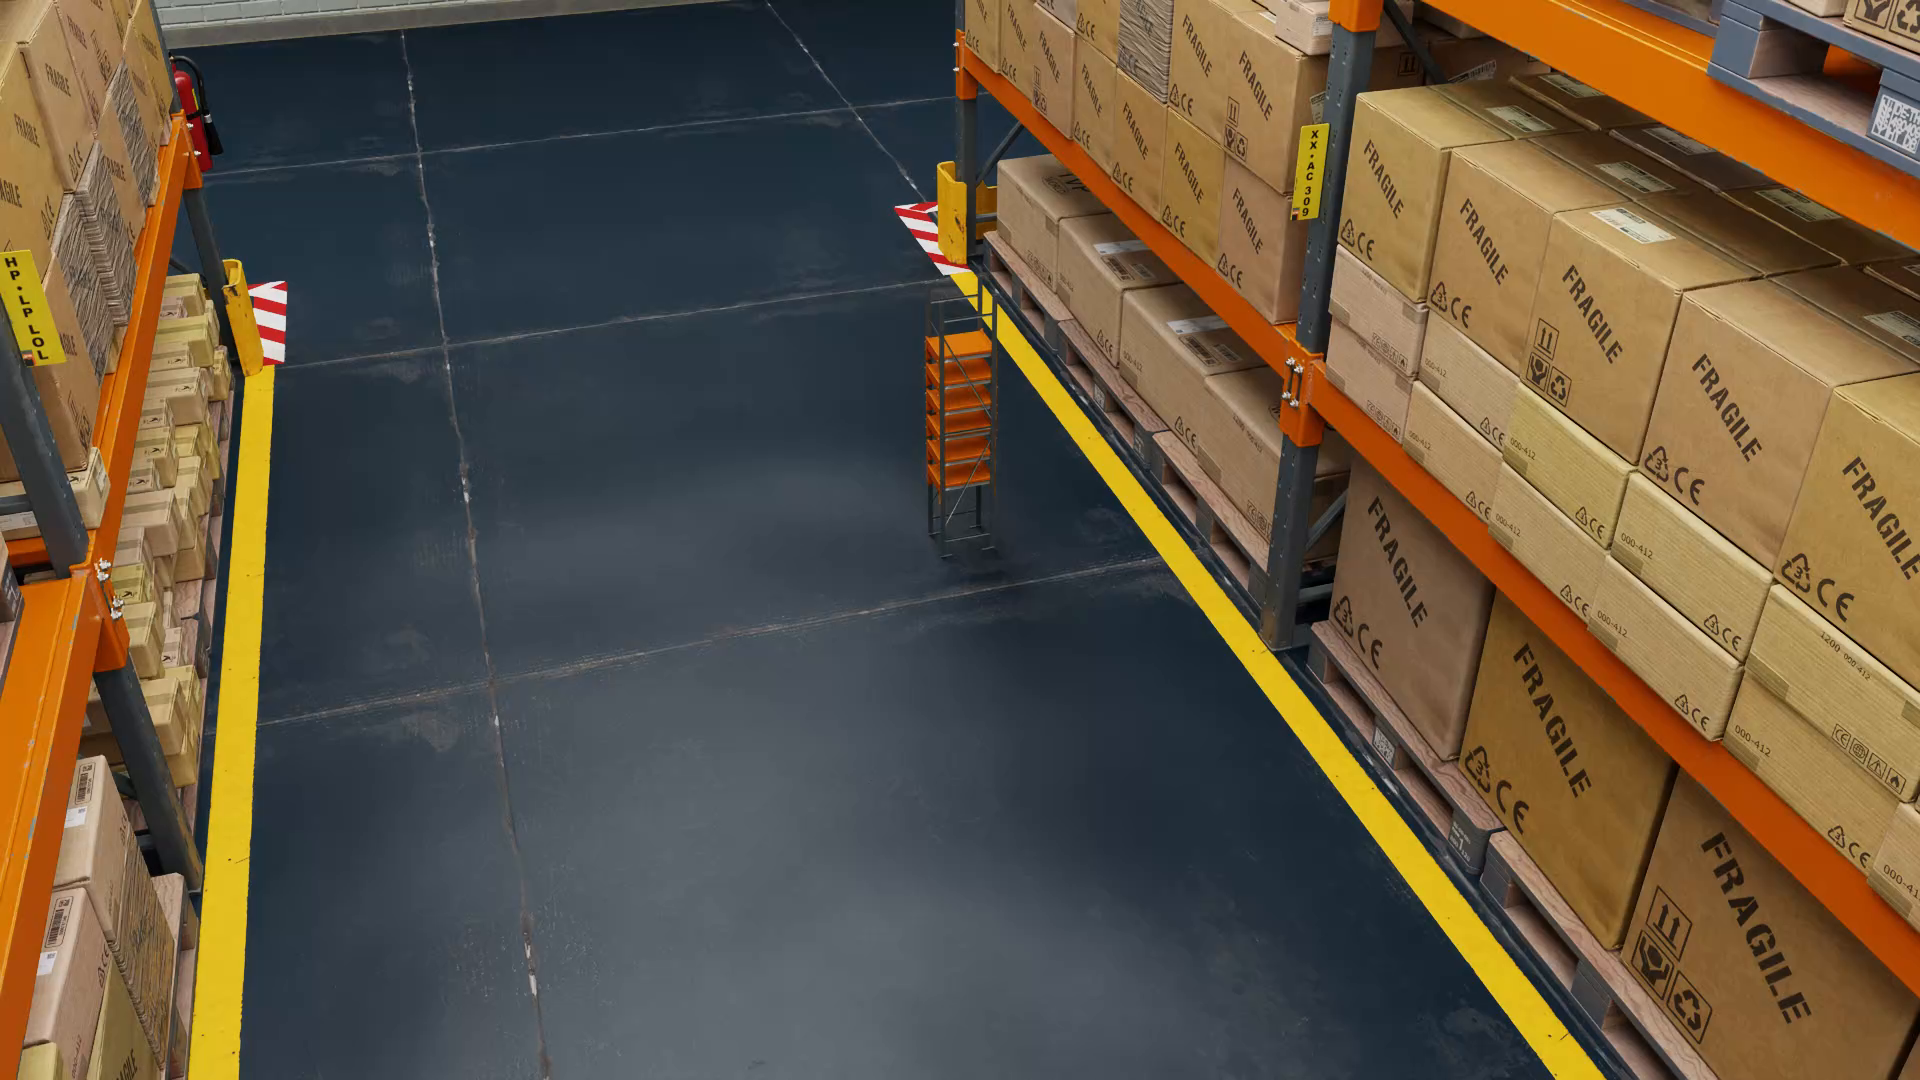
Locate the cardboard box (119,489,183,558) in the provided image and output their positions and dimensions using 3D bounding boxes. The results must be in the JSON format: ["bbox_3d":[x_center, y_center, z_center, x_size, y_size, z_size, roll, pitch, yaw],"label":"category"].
[{"bbox_3d":[-3.155,-0.041,6.257,0.380,0.149,0.250,-9,35,-14],"label":"cardboard box"}]

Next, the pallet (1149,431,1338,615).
[{"bbox_3d":[1.531,-0.167,7.311,1.003,0.211,1.213,-10,35,-15],"label":"pallet"}]

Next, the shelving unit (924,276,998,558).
[{"bbox_3d":[0.004,-0.493,6.908,0.258,1.200,0.189,-10,35,-15],"label":"shelving unit"}]

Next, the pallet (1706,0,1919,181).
[{"bbox_3d":[2.318,-0.906,3.351,1.003,0.211,1.213,-8,34,-13],"label":"pallet"}]

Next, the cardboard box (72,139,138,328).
[{"bbox_3d":[-3.183,-1.029,5.727,0.500,0.500,0.500,-11,35,-16],"label":"cardboard box"}]

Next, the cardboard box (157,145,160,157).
[{"bbox_3d":[-3.806,-1.767,7.431,0.380,0.149,0.250,-10,35,-15],"label":"cardboard box"}]

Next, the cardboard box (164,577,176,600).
[{"bbox_3d":[-3.247,0.215,6.409,0.380,0.149,0.250,-11,35,-17],"label":"cardboard box"}]

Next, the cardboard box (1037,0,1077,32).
[{"bbox_3d":[0.672,-2.638,7.523,0.500,0.500,0.500,-10,35,-15],"label":"cardboard box"}]

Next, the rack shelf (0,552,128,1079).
[{"bbox_3d":[-2.385,1.318,3.187,1.077,0.370,4.000,-10,35,-15],"label":"rack shelf"}]

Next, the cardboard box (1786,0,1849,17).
[{"bbox_3d":[1.912,-1.270,3.471,0.396,0.266,0.258,-7,34,-11],"label":"cardboard box"}]

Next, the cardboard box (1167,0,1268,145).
[{"bbox_3d":[1.134,-1.846,6.325,0.500,0.500,0.500,-11,35,-15],"label":"cardboard box"}]

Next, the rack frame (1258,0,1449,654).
[{"bbox_3d":[1.688,-0.918,5.918,1.000,3.000,0.127,-10,35,-15],"label":"rack frame"}]

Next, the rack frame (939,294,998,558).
[{"bbox_3d":[0.032,-0.445,6.835,0.240,1.200,0.006,-10,35,-15],"label":"rack frame"}]

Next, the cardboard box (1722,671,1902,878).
[{"bbox_3d":[2.198,0.491,3.923,0.500,0.250,0.500,-10,35,-15],"label":"cardboard box"}]

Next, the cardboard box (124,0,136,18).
[{"bbox_3d":[-3.839,-2.517,7.071,0.500,0.500,0.500,-11,35,-16],"label":"cardboard box"}]

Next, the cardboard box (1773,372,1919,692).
[{"bbox_3d":[2.192,-0.034,3.583,0.500,0.500,0.500,-10,35,-15],"label":"cardboard box"}]

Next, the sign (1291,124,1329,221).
[{"bbox_3d":[1.160,-1.218,5.515,0.100,0.325,0.005,-10,35,-15],"label":"sign"}]

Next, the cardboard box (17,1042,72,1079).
[{"bbox_3d":[-2.208,1.418,3.589,0.500,0.250,0.500,-12,35,-17],"label":"cardboard box"}]

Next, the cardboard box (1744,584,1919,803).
[{"bbox_3d":[2.183,0.291,3.771,0.500,0.250,0.500,-11,35,-16],"label":"cardboard box"}]

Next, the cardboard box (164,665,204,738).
[{"bbox_3d":[-2.881,0.597,5.831,0.380,0.149,0.250,-9,35,-13],"label":"cardboard box"}]

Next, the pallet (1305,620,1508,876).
[{"bbox_3d":[1.995,0.638,6.093,1.003,0.211,1.213,-10,35,-15],"label":"pallet"}]

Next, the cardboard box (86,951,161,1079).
[{"bbox_3d":[-2.373,1.451,4.220,0.500,0.500,0.500,-11,35,-16],"label":"cardboard box"}]

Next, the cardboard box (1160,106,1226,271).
[{"bbox_3d":[1.141,-1.429,6.601,0.500,0.500,0.500,-11,35,-16],"label":"cardboard box"}]

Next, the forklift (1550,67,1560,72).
[{"bbox_3d":[3.323,-1.822,7.348,1.130,2.935,3.031,-16,37,-23],"label":"forklift"}]

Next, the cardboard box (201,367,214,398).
[{"bbox_3d":[-3.622,-0.741,7.585,0.380,0.149,0.250,-11,35,-17],"label":"cardboard box"}]

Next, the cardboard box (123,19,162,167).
[{"bbox_3d":[-3.681,-1.834,6.944,0.500,0.500,0.500,-11,35,-16],"label":"cardboard box"}]

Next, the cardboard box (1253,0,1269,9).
[{"bbox_3d":[1.248,-2.045,6.037,0.380,0.149,0.250,-10,35,-15],"label":"cardboard box"}]

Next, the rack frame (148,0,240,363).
[{"bbox_3d":[-4.215,-2.132,7.756,1.000,3.000,0.127,-10,35,-15],"label":"rack frame"}]

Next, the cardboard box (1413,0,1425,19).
[{"bbox_3d":[1.746,-1.988,5.952,0.380,0.149,0.250,-10,35,-14],"label":"cardboard box"}]

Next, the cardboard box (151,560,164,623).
[{"bbox_3d":[-3.152,0.232,6.113,0.380,0.149,0.250,-12,35,-17],"label":"cardboard box"}]

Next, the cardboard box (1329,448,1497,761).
[{"bbox_3d":[1.954,0.106,5.916,0.875,0.875,0.875,-9,34,-13],"label":"cardboard box"}]

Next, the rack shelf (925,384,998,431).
[{"bbox_3d":[0.004,-0.556,6.866,0.258,0.103,0.180,-10,35,-15],"label":"rack shelf"}]

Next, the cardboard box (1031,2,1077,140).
[{"bbox_3d":[0.660,-2.228,7.810,0.500,0.500,0.500,-10,35,-15],"label":"cardboard box"}]

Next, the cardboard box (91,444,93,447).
[{"bbox_3d":[-2.919,-0.254,5.142,0.380,0.149,0.250,-9,35,-13],"label":"cardboard box"}]

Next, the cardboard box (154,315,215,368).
[{"bbox_3d":[-3.590,-0.875,7.518,0.380,0.149,0.250,-11,35,-16],"label":"cardboard box"}]

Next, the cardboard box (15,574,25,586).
[{"bbox_3d":[-3.555,0.184,5.915,0.380,0.149,0.250,-9,34,-13],"label":"cardboard box"}]

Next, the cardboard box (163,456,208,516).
[{"bbox_3d":[-3.281,-0.193,6.757,0.380,0.149,0.250,-10,35,-14],"label":"cardboard box"}]

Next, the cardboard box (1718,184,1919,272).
[{"bbox_3d":[2.365,-0.644,4.507,0.500,0.500,0.500,-9,35,-13],"label":"cardboard box"}]

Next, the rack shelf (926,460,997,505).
[{"bbox_3d":[0.004,-0.256,7.065,0.258,0.103,0.180,-10,35,-15],"label":"rack shelf"}]

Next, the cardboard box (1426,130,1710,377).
[{"bbox_3d":[1.730,-0.835,4.795,0.500,0.500,0.500,-10,35,-15],"label":"cardboard box"}]

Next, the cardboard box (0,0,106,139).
[{"bbox_3d":[-3.353,-1.702,5.838,0.500,0.500,0.500,-11,35,-16],"label":"cardboard box"}]

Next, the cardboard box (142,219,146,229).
[{"bbox_3d":[-3.563,-1.364,6.822,0.380,0.149,0.250,-12,35,-17],"label":"cardboard box"}]

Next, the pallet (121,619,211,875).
[{"bbox_3d":[-3.233,0.785,5.871,1.003,0.211,1.213,-10,35,-15],"label":"pallet"}]

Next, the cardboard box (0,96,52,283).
[{"bbox_3d":[-2.901,-0.893,4.613,0.500,0.500,0.500,-9,35,-14],"label":"cardboard box"}]

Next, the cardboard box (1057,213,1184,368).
[{"bbox_3d":[1.052,-1.315,8.463,0.875,0.438,0.875,-9,35,-13],"label":"cardboard box"}]

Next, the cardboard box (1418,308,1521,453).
[{"bbox_3d":[1.740,-0.516,4.993,0.500,0.250,0.500,-9,35,-14],"label":"cardboard box"}]

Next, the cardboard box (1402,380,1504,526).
[{"bbox_3d":[1.730,-0.308,5.132,0.500,0.250,0.500,-11,35,-16],"label":"cardboard box"}]

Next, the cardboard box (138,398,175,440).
[{"bbox_3d":[-3.462,-0.439,6.860,0.380,0.149,0.250,-11,35,-16],"label":"cardboard box"}]

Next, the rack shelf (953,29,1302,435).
[{"bbox_3d":[1.078,-1.668,7.705,1.077,0.370,4.000,-10,35,-15],"label":"rack shelf"}]

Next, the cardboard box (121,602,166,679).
[{"bbox_3d":[-2.930,0.364,5.644,0.380,0.149,0.250,-8,34,-12],"label":"cardboard box"}]

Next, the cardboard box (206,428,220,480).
[{"bbox_3d":[-3.457,-0.355,7.271,0.380,0.149,0.250,-12,35,-17],"label":"cardboard box"}]
